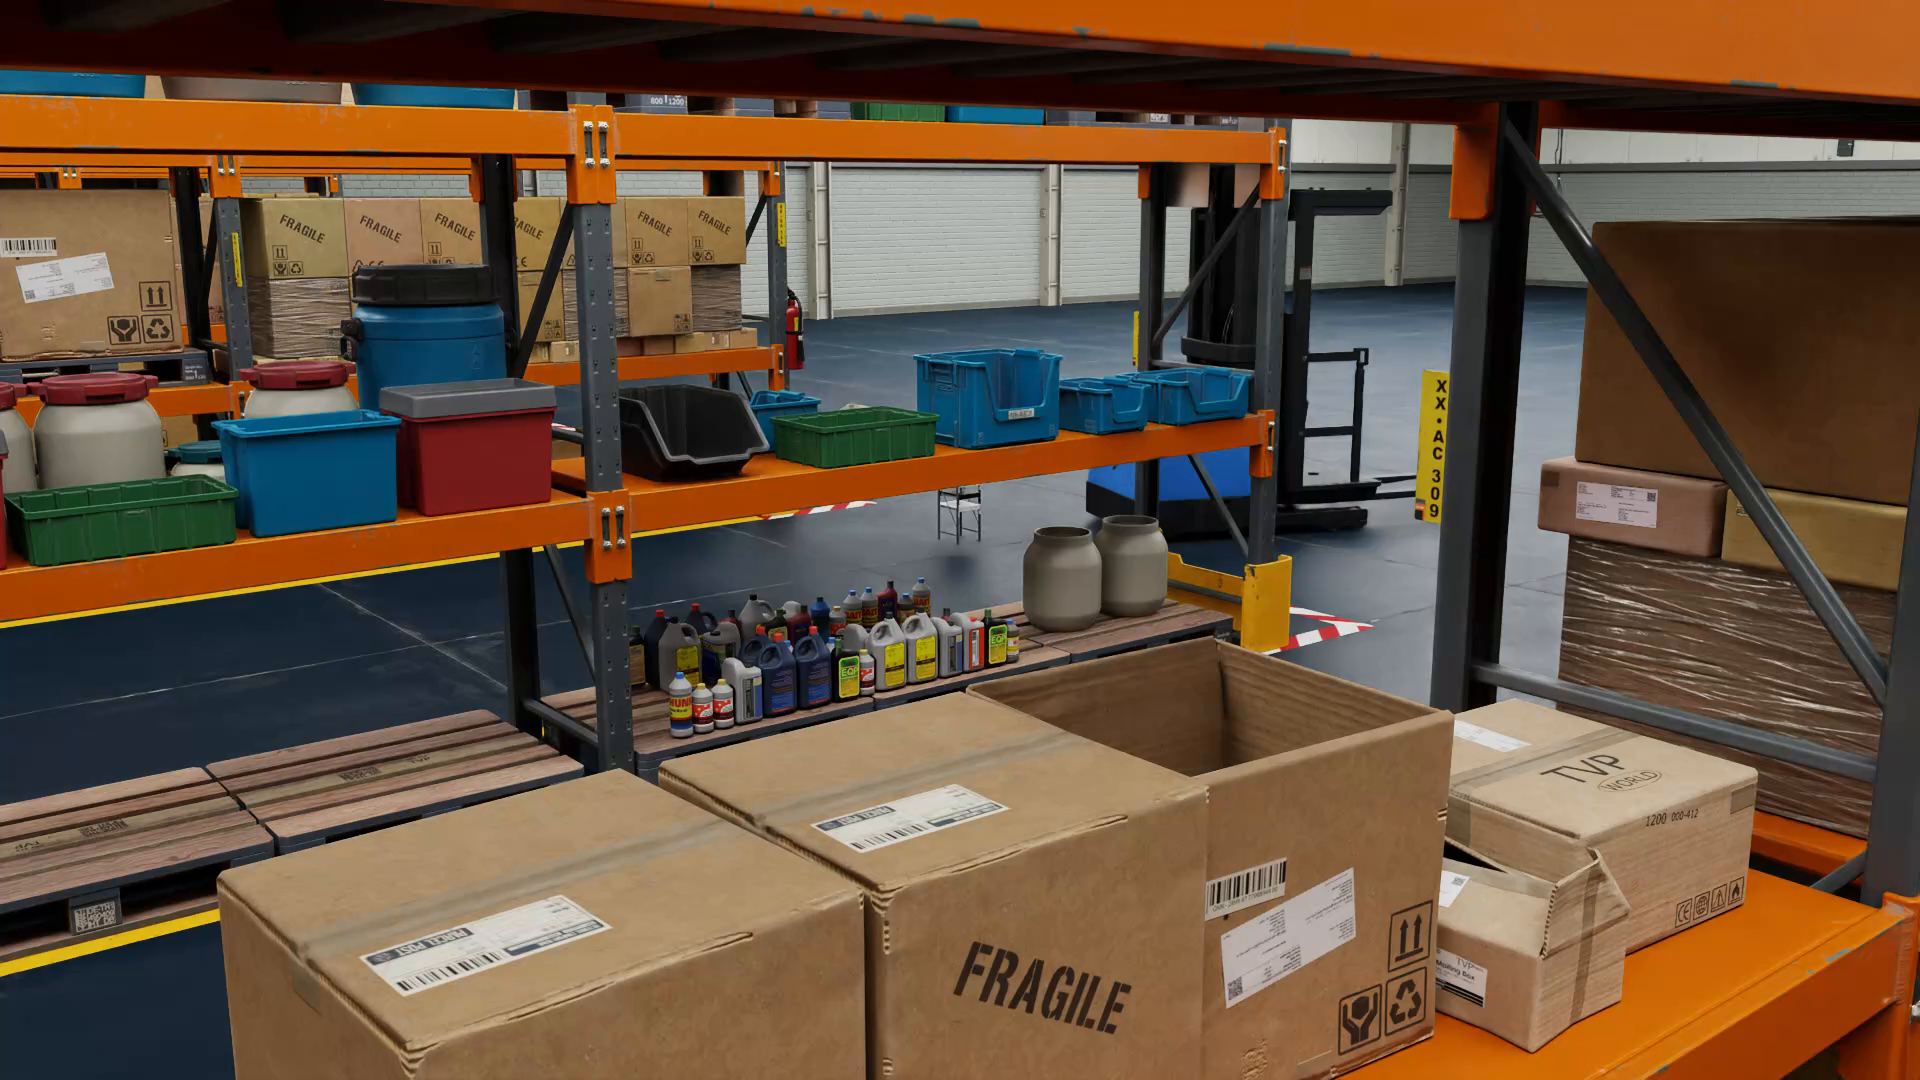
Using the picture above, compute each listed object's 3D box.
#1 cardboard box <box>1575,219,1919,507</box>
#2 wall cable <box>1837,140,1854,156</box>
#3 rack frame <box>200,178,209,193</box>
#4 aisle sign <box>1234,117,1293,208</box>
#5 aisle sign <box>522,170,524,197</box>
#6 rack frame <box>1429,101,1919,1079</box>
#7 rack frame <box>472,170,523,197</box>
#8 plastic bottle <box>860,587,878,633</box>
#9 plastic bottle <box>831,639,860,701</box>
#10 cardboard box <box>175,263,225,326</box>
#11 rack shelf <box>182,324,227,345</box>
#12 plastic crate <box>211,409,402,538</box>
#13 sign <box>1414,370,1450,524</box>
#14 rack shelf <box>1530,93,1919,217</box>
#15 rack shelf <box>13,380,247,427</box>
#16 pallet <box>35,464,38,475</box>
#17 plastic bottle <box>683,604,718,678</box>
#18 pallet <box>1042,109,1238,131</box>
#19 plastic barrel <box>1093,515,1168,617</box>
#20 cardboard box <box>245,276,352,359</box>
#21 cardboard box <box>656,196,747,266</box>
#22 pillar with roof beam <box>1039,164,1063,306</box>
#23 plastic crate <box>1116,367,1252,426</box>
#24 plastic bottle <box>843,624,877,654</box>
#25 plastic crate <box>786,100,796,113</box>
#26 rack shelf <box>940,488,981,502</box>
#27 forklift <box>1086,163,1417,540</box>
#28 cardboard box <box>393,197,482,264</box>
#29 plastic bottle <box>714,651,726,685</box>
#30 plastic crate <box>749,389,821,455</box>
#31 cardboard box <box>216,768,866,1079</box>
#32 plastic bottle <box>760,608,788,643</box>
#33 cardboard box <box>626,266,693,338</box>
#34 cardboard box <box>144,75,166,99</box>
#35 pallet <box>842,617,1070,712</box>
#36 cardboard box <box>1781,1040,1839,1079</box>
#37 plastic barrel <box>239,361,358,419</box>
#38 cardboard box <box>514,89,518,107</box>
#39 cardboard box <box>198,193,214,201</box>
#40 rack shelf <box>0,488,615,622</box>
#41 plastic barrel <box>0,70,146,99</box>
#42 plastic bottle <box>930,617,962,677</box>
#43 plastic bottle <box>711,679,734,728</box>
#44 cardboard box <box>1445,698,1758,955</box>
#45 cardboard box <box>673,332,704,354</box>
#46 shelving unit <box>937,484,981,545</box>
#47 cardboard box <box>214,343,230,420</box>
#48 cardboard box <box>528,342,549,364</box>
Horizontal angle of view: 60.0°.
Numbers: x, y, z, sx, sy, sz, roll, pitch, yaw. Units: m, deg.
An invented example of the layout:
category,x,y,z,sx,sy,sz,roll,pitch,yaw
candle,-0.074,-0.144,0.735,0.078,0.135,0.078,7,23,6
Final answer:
category,x,y,z,sx,sy,sz,roll,pitch,yaw
cardboard box,1.716,-0.388,3.368,0.500,0.500,0.700,-9,15,-37
wall cable,20.380,-11.356,35.758,0.169,6.003,2.305,-9,15,-38
rack frame,-10.983,-4.184,24.609,0.127,3.000,1.000,-9,15,-38
aisle sign,1.647,-2.201,9.014,0.004,0.787,0.394,-9,15,-38
aisle sign,-4.466,-3.821,16.645,0.004,0.787,0.394,-9,15,-38
rack frame,1.375,0.355,3.235,0.053,2.616,0.949,-9,15,-38
rack frame,-4.708,-2.589,17.101,0.127,3.000,1.000,-9,15,-38
plastic bottle,-0.473,0.380,8.626,0.097,0.271,0.097,0,12,0
plastic bottle,-0.526,0.588,7.620,0.133,0.283,0.061,-9,15,-35
cardboard box,-7.136,-2.268,15.229,0.550,0.550,0.875,-9,15,-38
rack shelf,-6.270,-1.978,15.954,4.000,0.370,1.077,-9,15,-38
plastic crate,-2.385,-0.248,6.113,0.575,0.384,0.392,-9,15,-38
sign,1.025,-0.197,3.562,0.005,0.325,0.100,-9,15,-38
rack shelf,2.935,-1.020,4.223,4.000,0.370,1.077,-9,15,-38
rack shelf,-6.374,-0.641,9.659,4.000,0.370,1.077,-9,15,-38
pallet,-8.387,-0.594,14.417,1.213,0.211,1.003,-9,15,-38
plastic bottle,-1.245,0.476,7.983,0.185,0.351,0.144,-10,16,-40
pallet,0.698,-2.252,8.745,1.213,0.211,1.003,-9,15,-38
plastic barrel,0.939,0.141,9.222,0.421,0.512,0.421,0,12,0
cardboard box,-4.422,-1.495,10.993,0.500,0.500,0.875,-9,15,-38
cardboard box,-1.964,-2.344,12.581,0.500,0.500,0.500,-9,15,-38
pillar with roof beam,4.655,-8.811,31.960,0.548,9.000,9.100,-9,15,-38
plastic crate,1.201,-0.782,8.948,0.616,0.251,0.499,-9,15,-38
plastic bottle,-0.461,0.530,7.910,0.135,0.276,0.152,-9,15,-38
plastic crate,-0.717,-2.061,8.029,0.396,0.136,0.243,-9,15,-38
rack shelf,-0.006,-0.318,12.056,0.200,0.077,0.258,-9,15,-38
forklift,2.545,-1.597,12.595,3.031,2.935,1.130,-4,13,-18
cardboard box,-3.522,-2.083,11.354,0.500,0.500,0.500,-9,15,-38
plastic bottle,-1.027,0.630,7.419,0.133,0.283,0.061,-9,15,-38
plastic crate,-1.024,-0.564,7.922,0.616,0.251,0.499,-9,15,-38
cardboard box,-0.450,0.604,1.820,0.500,0.500,0.500,-11,16,-41
plastic bottle,-0.909,0.480,8.125,0.133,0.283,0.061,-9,15,-38
cardboard box,-2.451,-1.815,12.497,0.500,0.500,0.875,-9,15,-38
cardboard box,-5.241,-2.931,10.229,0.637,0.503,0.797,-10,16,-40
pallet,-0.214,0.675,8.441,1.213,0.211,1.003,-9,15,-38
cardboard box,1.931,1.118,3.446,0.500,0.500,0.500,-9,15,-38
plastic barrel,-2.602,-0.427,6.592,0.433,0.535,0.433,0,12,0
cardboard box,-3.191,-3.048,11.441,0.250,0.149,0.380,-9,15,-36
cardboard box,-8.876,-3.813,19.502,0.500,0.500,0.700,-10,15,-38
rack shelf,-3.280,0.162,5.876,4.000,0.370,1.077,-9,15,-38
plastic barrel,-3.001,-1.891,5.384,0.708,0.901,0.600,-9,15,-38
plastic bottle,-0.077,0.504,8.030,0.135,0.276,0.152,-10,16,-39
plastic bottle,-1.037,0.708,7.252,0.097,0.201,0.097,0,12,0
cardboard box,1.016,0.499,2.919,0.500,0.250,0.500,-8,15,-34
cardboard box,-2.141,-1.505,12.600,0.250,0.149,0.380,-9,15,-38
shelving unit,-0.006,-0.439,12.030,0.210,0.900,0.258,-9,15,-38
cardboard box,-6.596,-1.424,15.718,0.875,0.875,0.875,-9,15,-37
cardboard box,-3.127,-1.345,11.848,0.250,0.149,0.380,-9,15,-38
